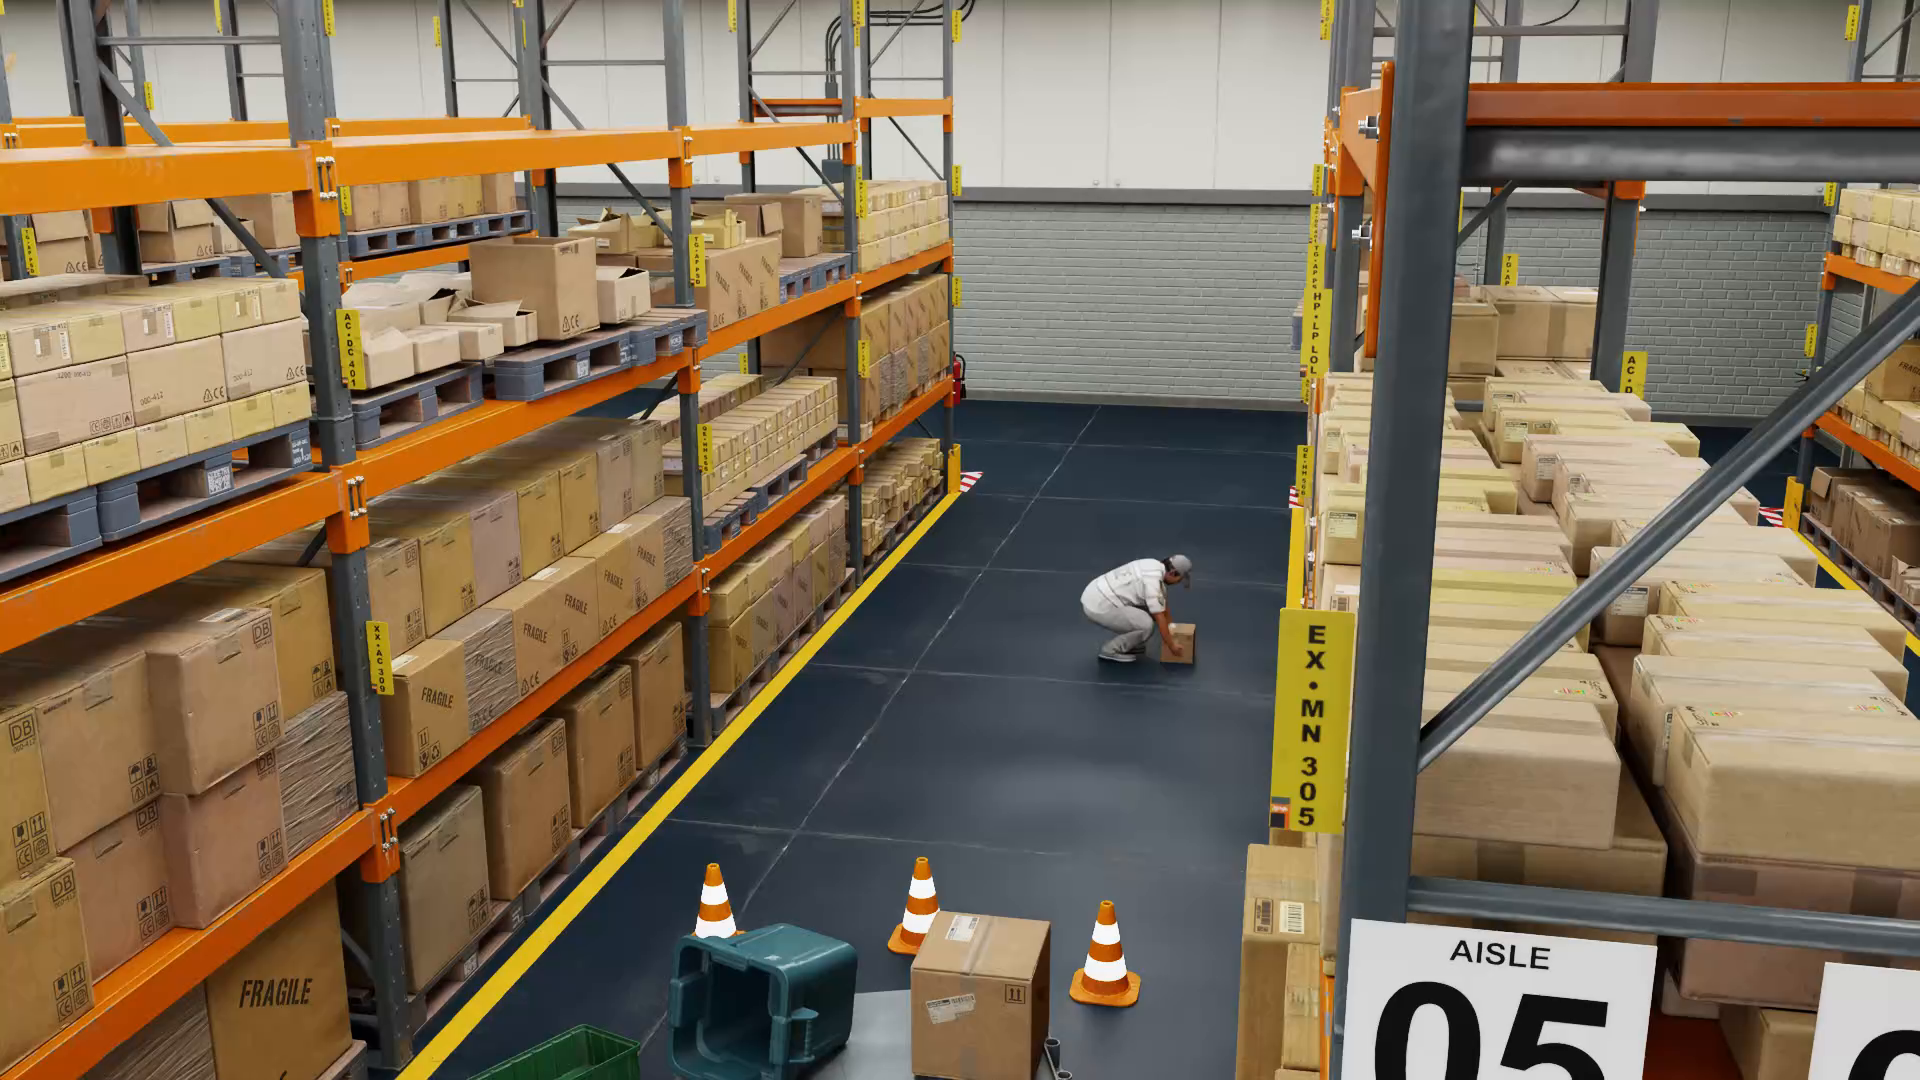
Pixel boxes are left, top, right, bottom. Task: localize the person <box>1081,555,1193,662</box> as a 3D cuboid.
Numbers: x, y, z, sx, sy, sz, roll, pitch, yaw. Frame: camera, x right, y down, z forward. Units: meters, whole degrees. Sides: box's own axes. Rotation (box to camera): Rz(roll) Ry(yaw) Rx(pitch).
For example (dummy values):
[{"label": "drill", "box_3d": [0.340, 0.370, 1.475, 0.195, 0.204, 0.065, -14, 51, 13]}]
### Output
[{"label": "person", "box_3d": [1.396, 0.522, 13.172, 0.864, 0.838, 0.521, 3, 15, 11]}]
